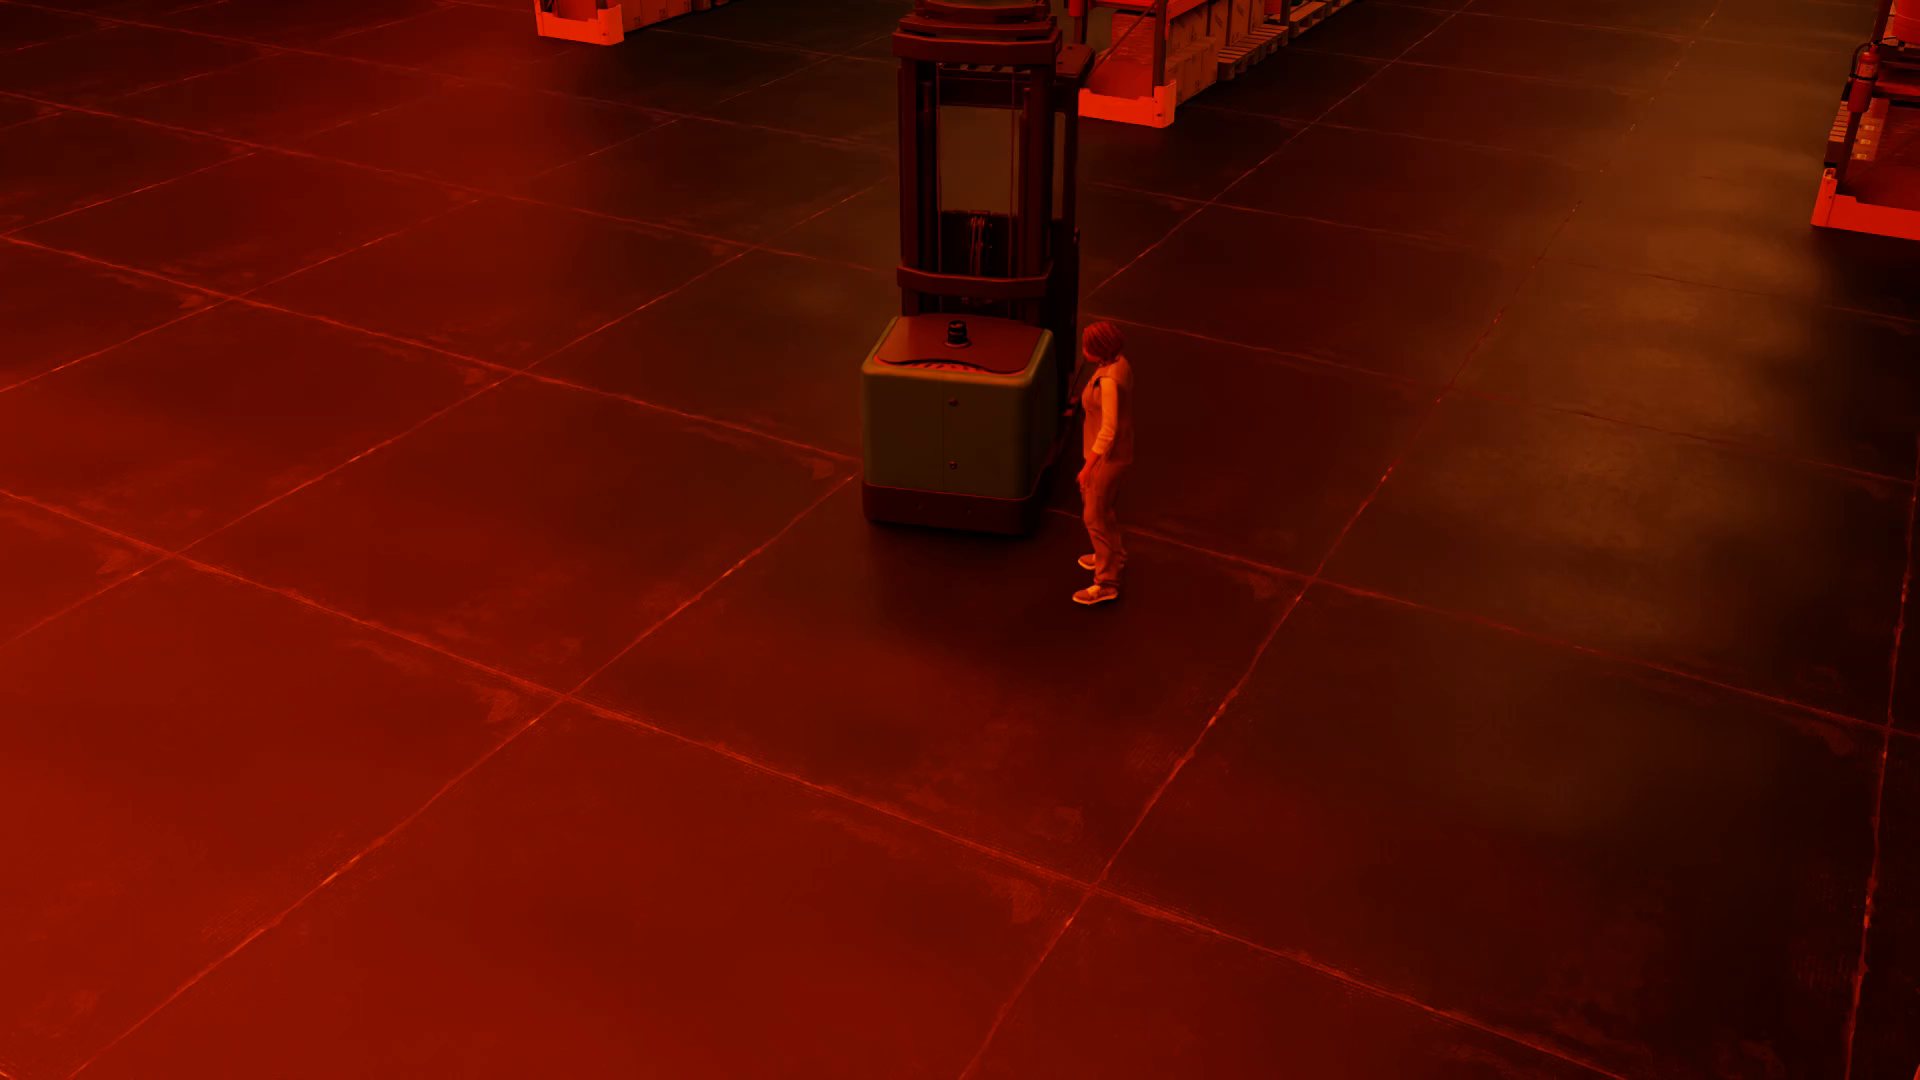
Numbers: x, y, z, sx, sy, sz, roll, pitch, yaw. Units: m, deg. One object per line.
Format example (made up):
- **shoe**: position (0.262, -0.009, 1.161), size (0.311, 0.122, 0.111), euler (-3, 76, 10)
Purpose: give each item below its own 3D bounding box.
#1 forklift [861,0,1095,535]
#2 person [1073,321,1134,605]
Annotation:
- **forklift**: position (0.219, -2.020, 10.570), size (1.130, 2.935, 3.031), euler (6, 31, 10)
- **person**: position (0.810, -0.464, 9.236), size (0.316, 1.574, 0.653), euler (5, 30, 9)
